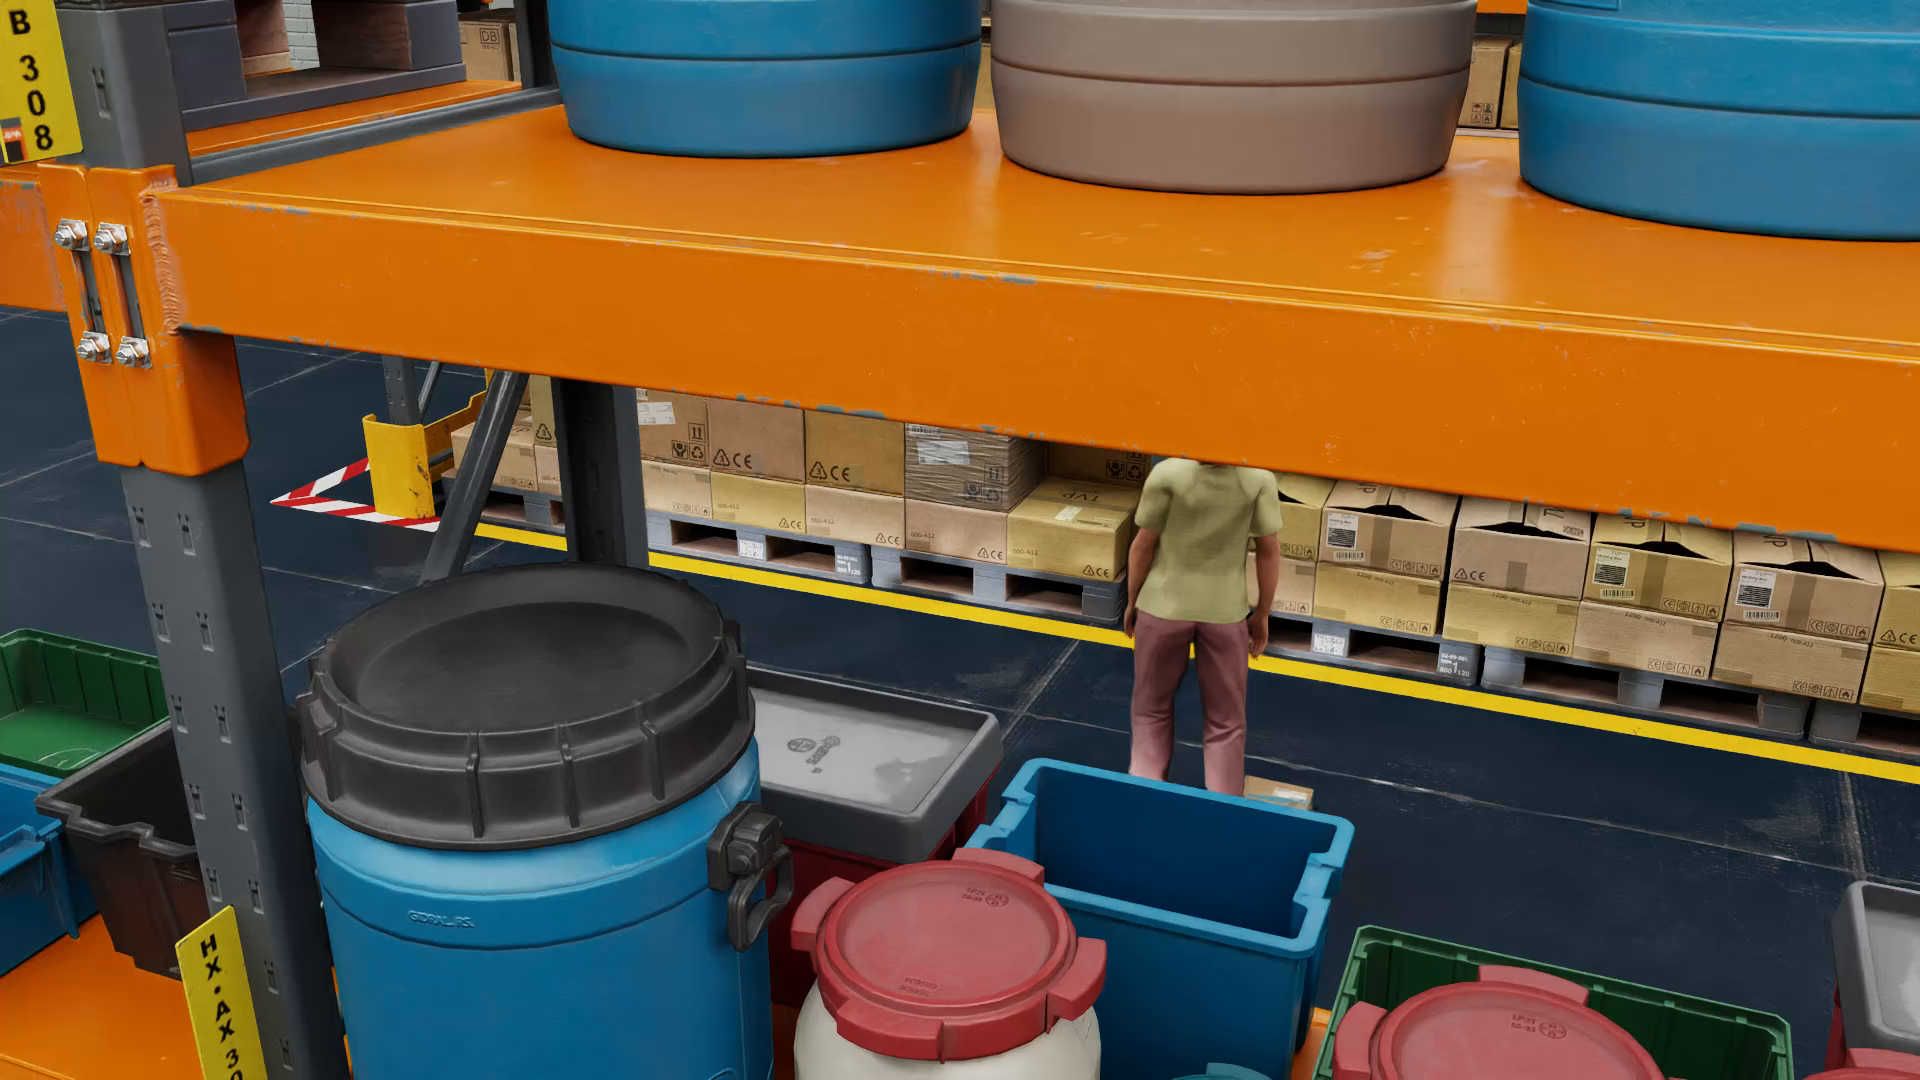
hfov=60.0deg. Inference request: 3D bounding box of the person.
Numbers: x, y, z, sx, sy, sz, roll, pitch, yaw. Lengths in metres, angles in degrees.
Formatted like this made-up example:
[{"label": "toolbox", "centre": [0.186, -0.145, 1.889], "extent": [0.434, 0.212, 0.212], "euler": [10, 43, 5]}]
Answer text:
[{"label": "person", "centre": [0.786, 0.241, 5.443], "extent": [0.502, 1.680, 0.455], "euler": [0, 22, 0]}]
